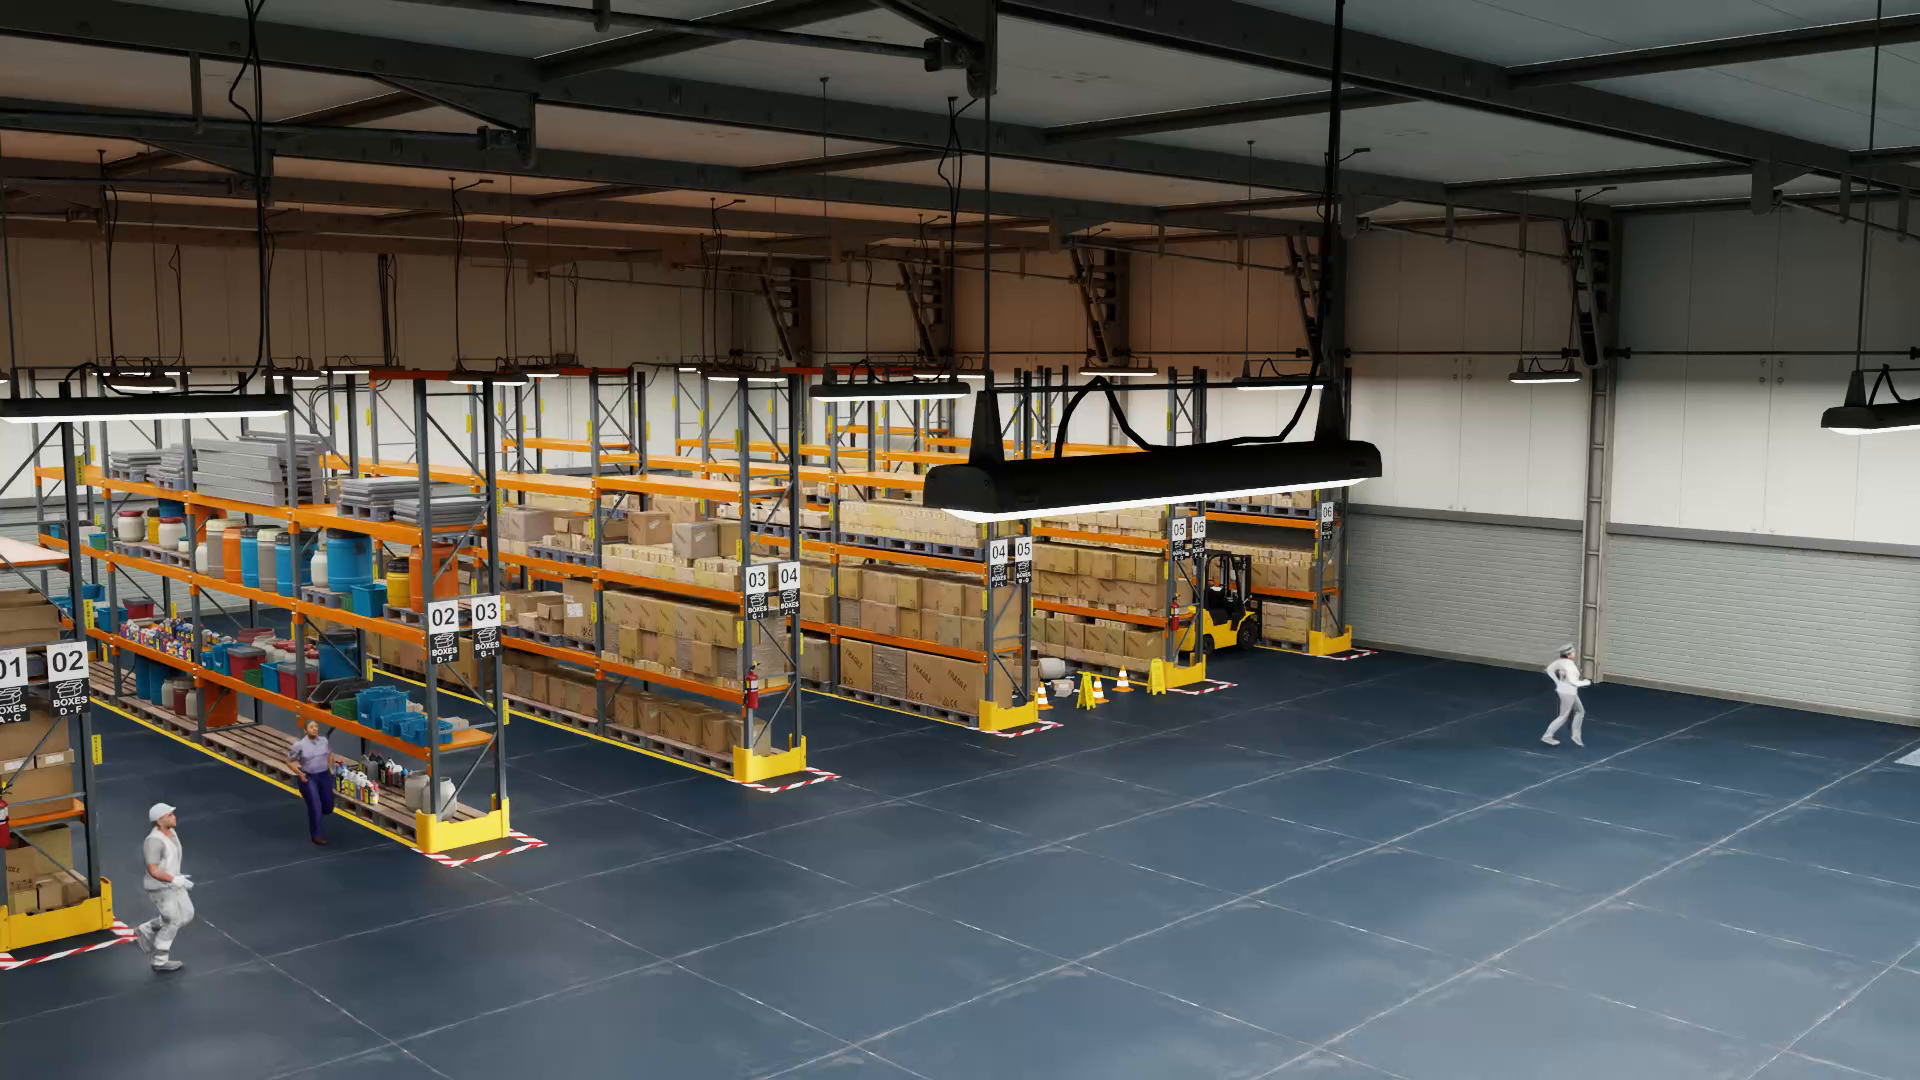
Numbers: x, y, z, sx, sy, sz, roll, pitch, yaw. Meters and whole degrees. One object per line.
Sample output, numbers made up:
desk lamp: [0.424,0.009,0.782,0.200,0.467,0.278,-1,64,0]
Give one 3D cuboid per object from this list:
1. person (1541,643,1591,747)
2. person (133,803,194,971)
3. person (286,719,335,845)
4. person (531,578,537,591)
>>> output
person: [9.732,2.502,26.718,0.739,1.730,0.619,1,6,6]
person: [-8.170,3.550,17.085,0.662,1.750,0.685,-1,7,-9]
person: [-8.395,3.110,21.550,0.652,1.597,0.611,6,9,43]
person: [-8.598,1.666,33.464,0.736,1.843,0.632,6,9,42]
